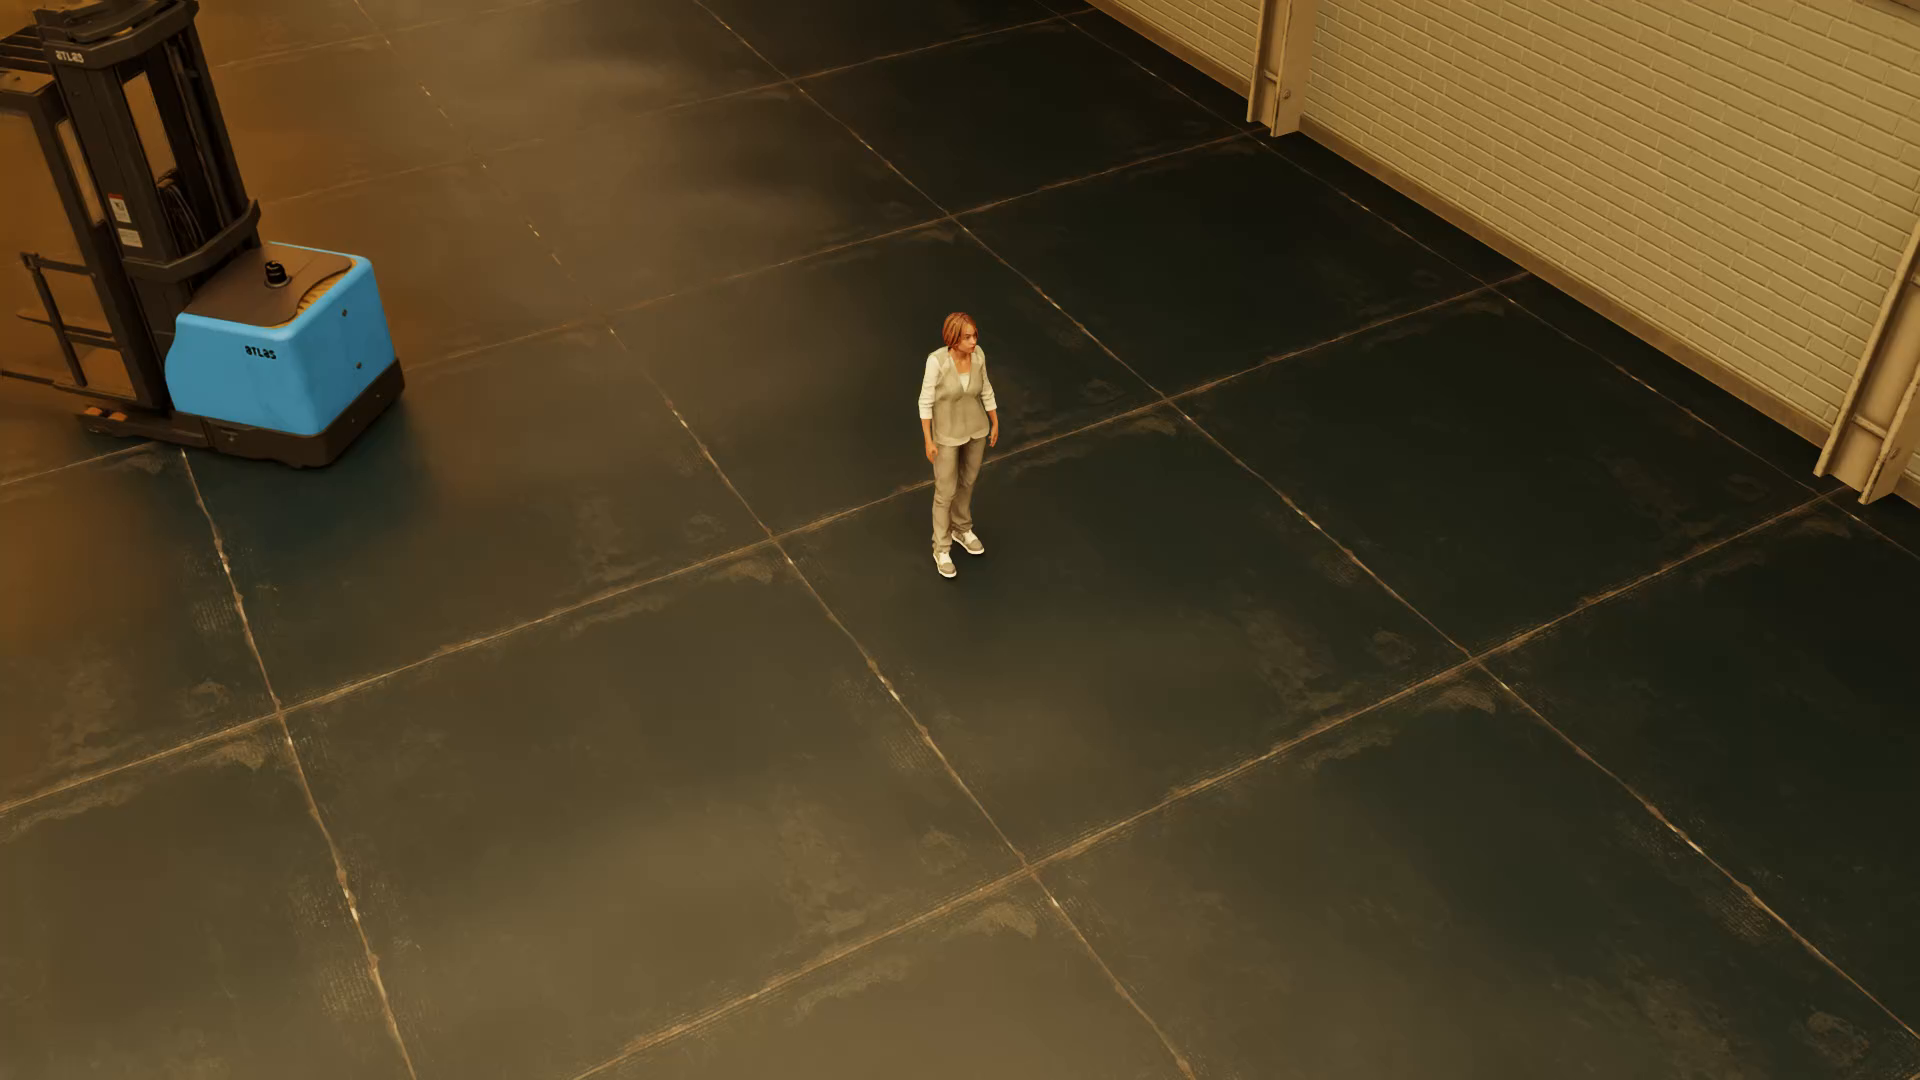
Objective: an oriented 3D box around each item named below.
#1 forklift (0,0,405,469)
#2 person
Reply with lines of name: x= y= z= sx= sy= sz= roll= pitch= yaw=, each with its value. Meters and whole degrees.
forklift: x=-5.410 y=-2.130 z=10.604 sx=3.031 sy=2.935 sz=1.130 roll=11 pitch=41 yaw=13
person: x=0.025 y=-0.575 z=9.763 sx=0.520 sy=1.597 sz=0.475 roll=-20 pitch=44 yaw=-23
